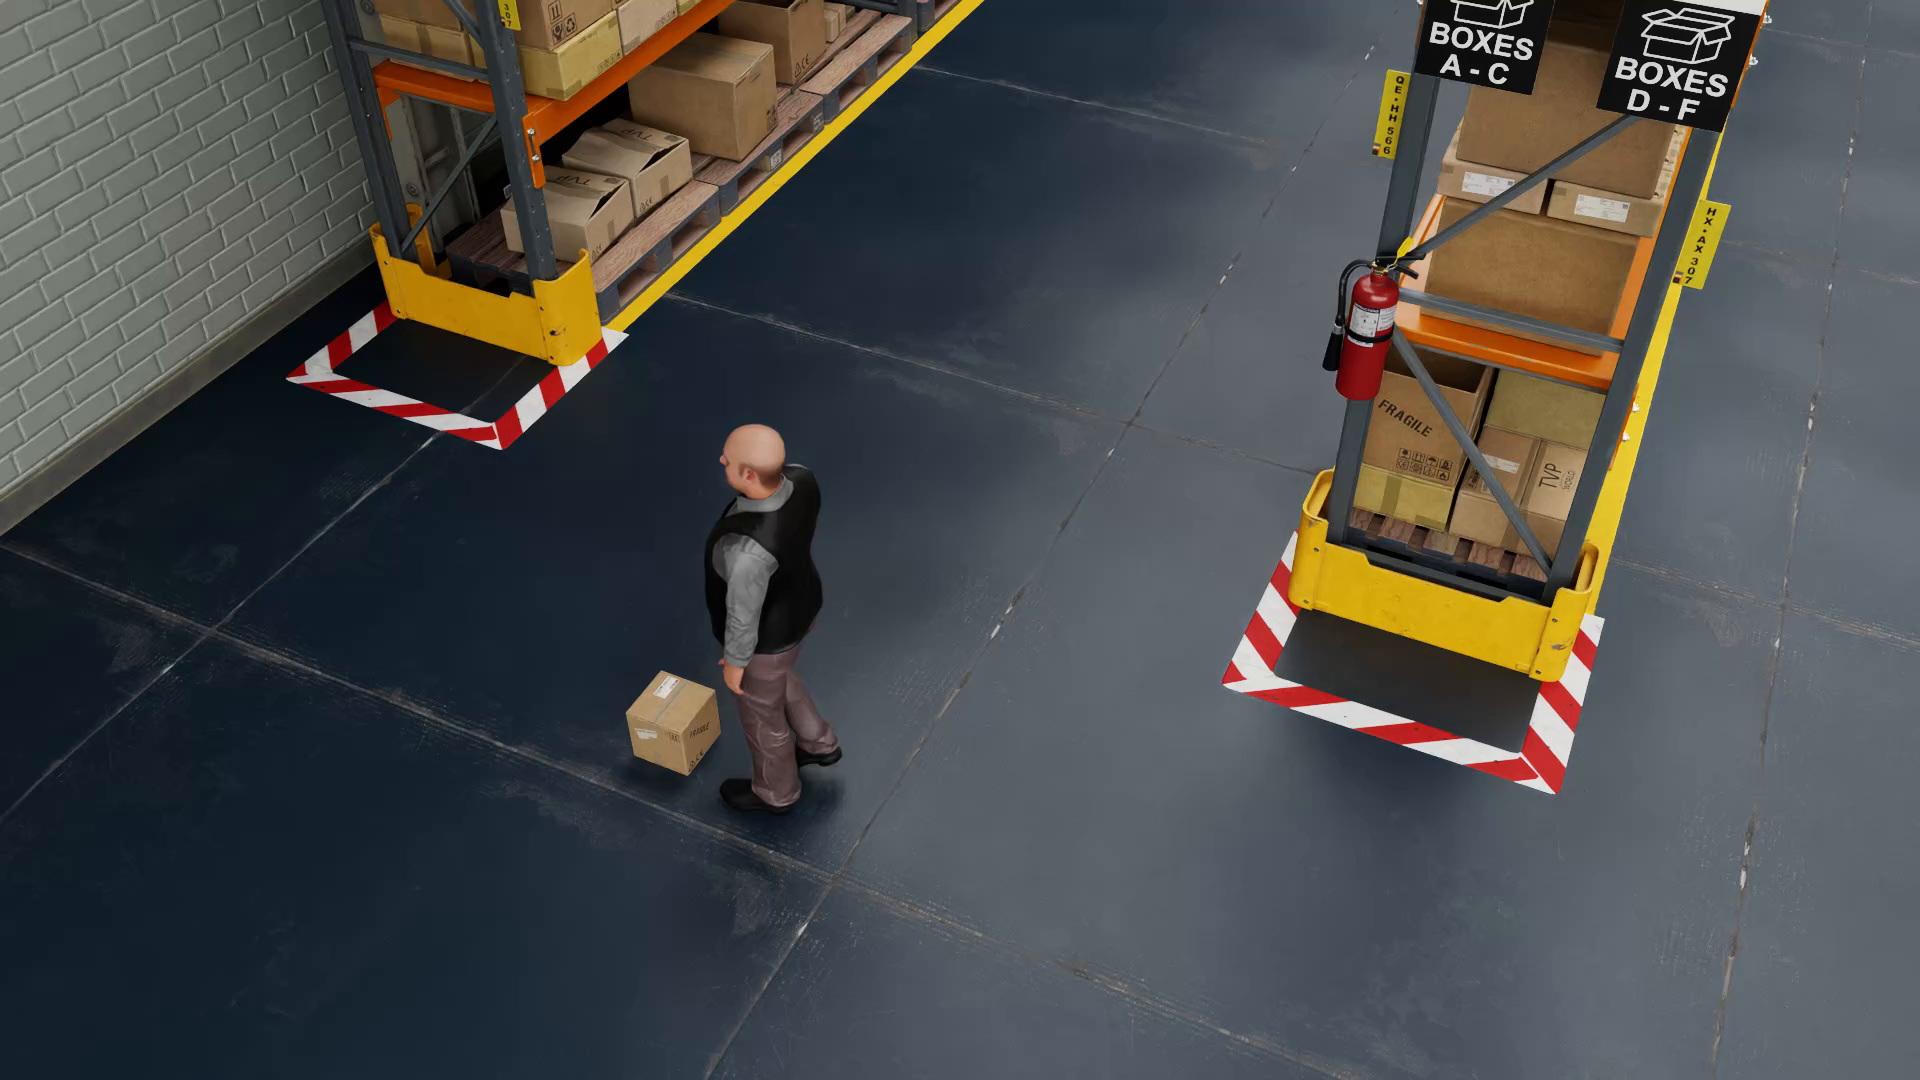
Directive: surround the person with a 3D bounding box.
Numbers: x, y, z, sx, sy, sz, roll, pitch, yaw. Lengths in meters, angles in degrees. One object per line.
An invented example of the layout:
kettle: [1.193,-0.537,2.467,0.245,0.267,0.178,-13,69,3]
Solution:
person: [-0.681,0.329,5.856,0.432,1.636,0.556,14,43,15]
